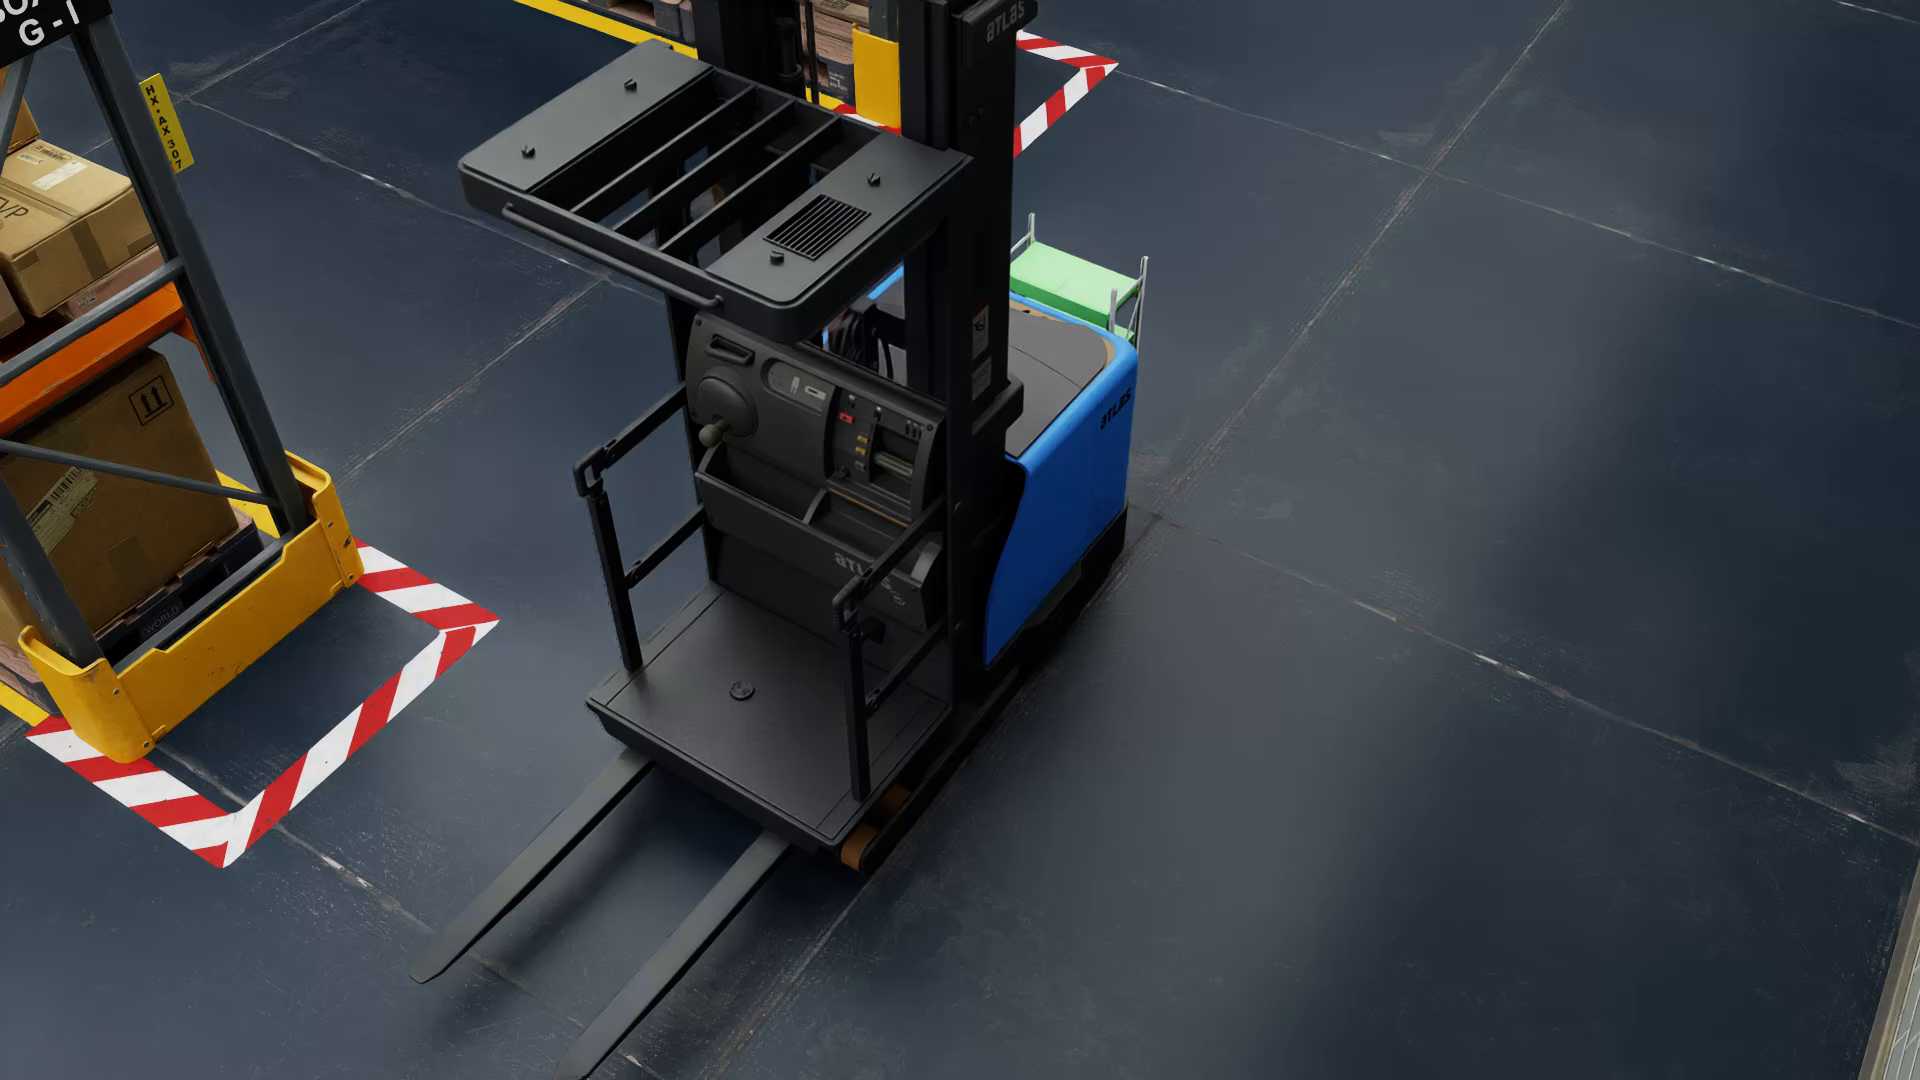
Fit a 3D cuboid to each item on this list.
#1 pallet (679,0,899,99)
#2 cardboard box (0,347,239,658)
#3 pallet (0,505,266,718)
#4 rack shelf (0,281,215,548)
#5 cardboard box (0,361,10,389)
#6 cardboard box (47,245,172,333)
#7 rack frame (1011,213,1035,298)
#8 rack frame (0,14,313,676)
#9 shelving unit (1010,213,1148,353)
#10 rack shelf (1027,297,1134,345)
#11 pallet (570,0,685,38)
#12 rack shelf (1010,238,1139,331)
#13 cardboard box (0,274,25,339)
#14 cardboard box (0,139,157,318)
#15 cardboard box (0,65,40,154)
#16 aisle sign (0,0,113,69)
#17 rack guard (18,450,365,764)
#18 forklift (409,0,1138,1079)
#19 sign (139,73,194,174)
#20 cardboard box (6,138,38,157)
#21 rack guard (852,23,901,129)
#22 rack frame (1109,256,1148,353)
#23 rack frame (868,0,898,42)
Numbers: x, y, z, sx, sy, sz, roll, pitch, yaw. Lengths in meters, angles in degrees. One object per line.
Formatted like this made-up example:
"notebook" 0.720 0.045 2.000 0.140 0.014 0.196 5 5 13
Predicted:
"pallet" -0.828 -3.013 9.531 1.213 0.211 1.003 25 51 22
"cardboard box" -3.411 -0.258 6.097 0.875 0.875 0.875 25 51 22
"pallet" -3.544 0.057 6.547 1.213 0.211 1.003 25 51 22
"rack shelf" -4.512 -1.176 6.303 4.000 0.370 1.077 25 51 22
"cardboard box" -3.307 -0.504 5.323 0.250 0.149 0.380 26 51 23
"cardboard box" -2.950 -0.901 5.709 0.250 0.149 0.380 25 51 23
"rack frame" 0.209 -0.743 6.635 0.015 1.200 0.240 26 51 23
"rack frame" -2.829 -0.652 5.292 0.127 3.000 1.000 25 51 22
"shelving unit" 0.412 -0.645 6.540 0.503 1.200 0.258 26 51 23
"rack shelf" 0.412 -0.768 6.414 0.480 0.148 0.258 26 51 23
"pallet" -1.851 -3.486 9.990 1.213 0.211 1.003 25 51 22
"rack shelf" 0.412 -0.935 6.242 0.480 0.148 0.258 26 51 23
"cardboard box" -3.380 -0.731 5.266 0.500 0.250 0.500 24 50 22
"cardboard box" -3.087 -1.052 5.578 0.500 0.250 0.500 23 50 21
"cardboard box" -3.508 -1.507 5.497 0.500 0.500 0.500 24 50 21
"aisle sign" -2.606 -1.711 4.509 0.004 0.787 0.394 25 51 22
"rack guard" -2.809 0.228 6.180 0.348 0.500 1.175 25 51 22
"forklift" -0.584 -0.291 4.989 1.130 2.935 3.031 26 51 23
"sign" -2.524 -1.314 5.277 0.005 0.325 0.100 25 51 22
"cardboard box" -3.528 -1.250 5.770 0.500 0.250 0.500 24 51 22
"rack guard" -0.128 -2.770 9.093 0.348 0.500 1.175 25 51 22
"rack frame" 0.614 -0.547 6.445 0.015 1.200 0.240 26 51 23
"rack frame" -0.155 -3.642 8.198 0.127 3.000 1.000 25 51 22
